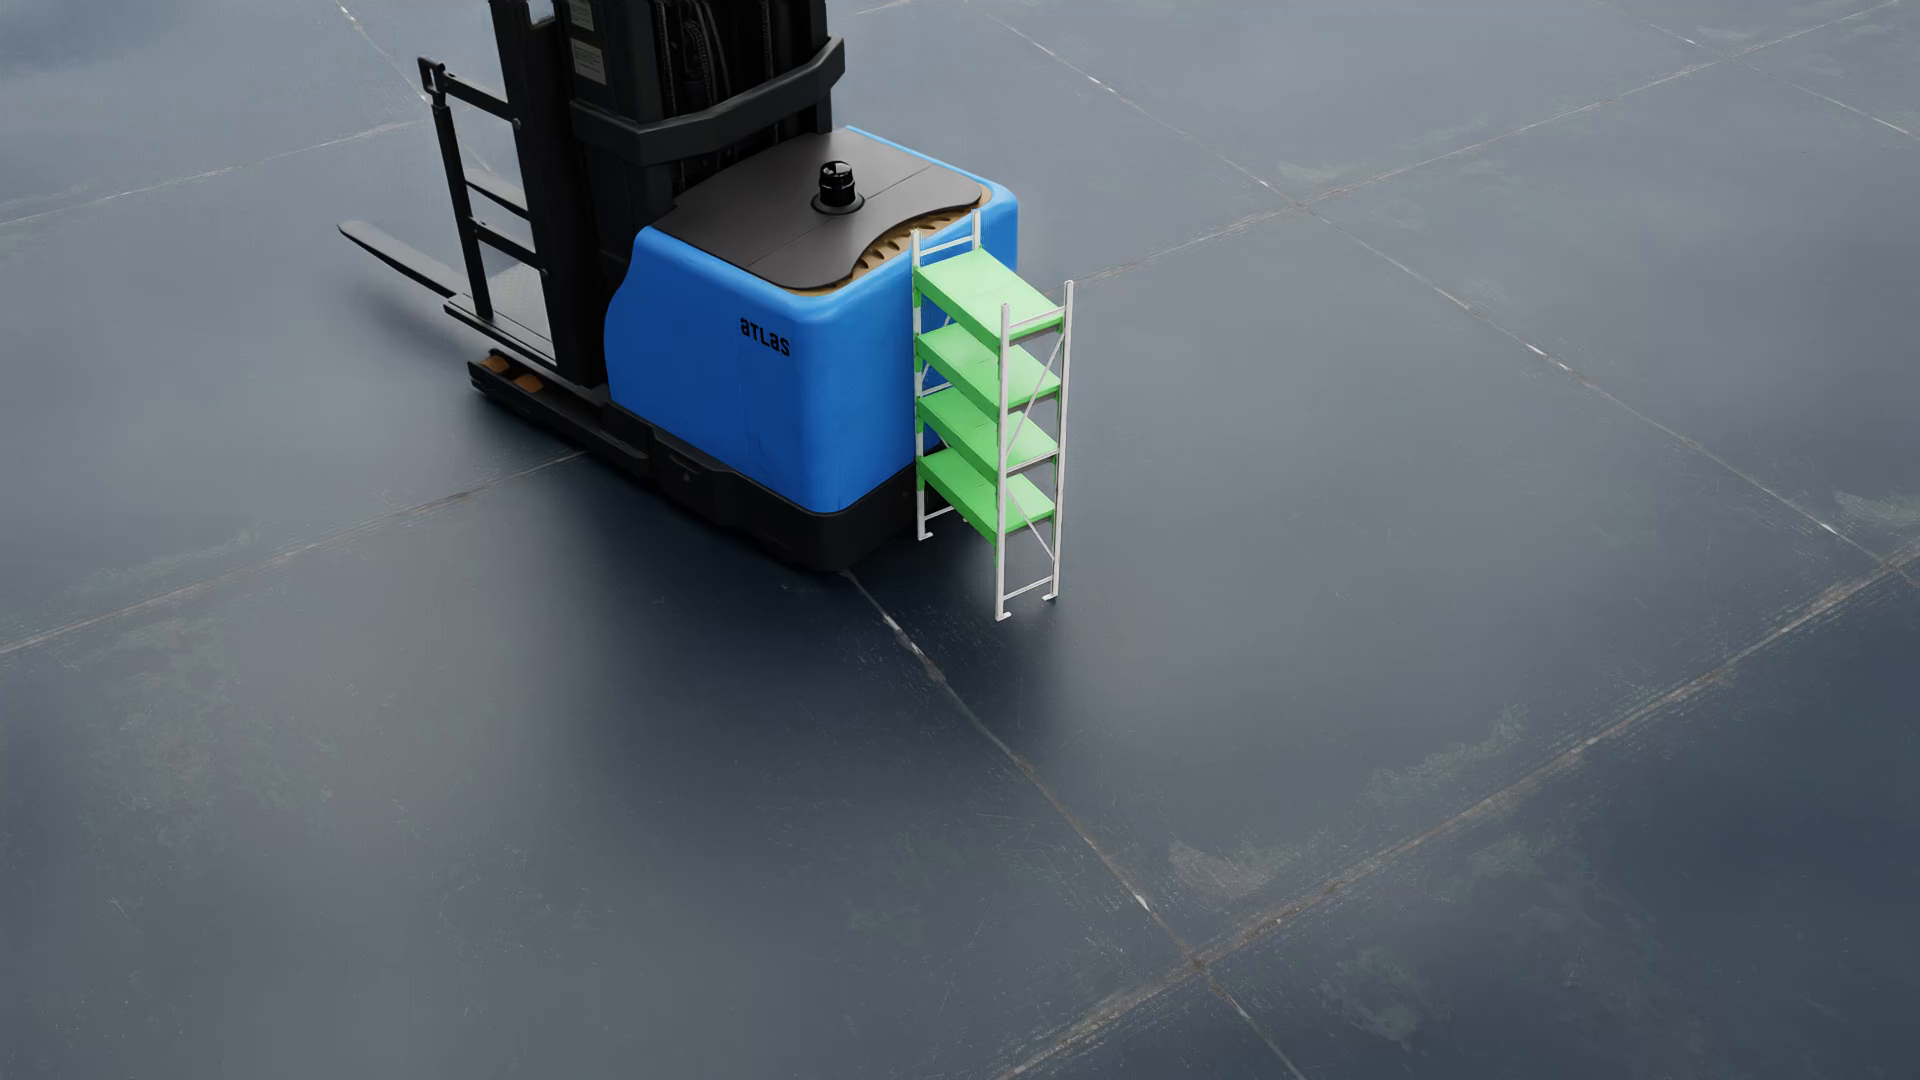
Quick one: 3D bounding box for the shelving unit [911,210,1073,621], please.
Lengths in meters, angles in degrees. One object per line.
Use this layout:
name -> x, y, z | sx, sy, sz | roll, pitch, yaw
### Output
shelving unit -> 0.089, -0.372, 5.259 | 0.258, 1.200, 0.503 | -22, 45, -24

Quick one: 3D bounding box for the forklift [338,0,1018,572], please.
forklift -> -1.245, -1.817, 5.640 | 3.031, 2.935, 1.130 | 28, 47, 30

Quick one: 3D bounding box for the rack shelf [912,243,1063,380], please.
rack shelf -> 0.089, -0.691, 4.992 | 0.258, 0.148, 0.480 | -22, 45, -24

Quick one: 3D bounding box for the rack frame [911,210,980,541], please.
rack frame -> -0.042, -0.503, 5.417 | 0.240, 1.200, 0.015 | -22, 45, -24

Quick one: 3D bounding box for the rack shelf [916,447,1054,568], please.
rack shelf -> 0.089, -0.138, 5.453 | 0.258, 0.148, 0.480 | -22, 45, -24

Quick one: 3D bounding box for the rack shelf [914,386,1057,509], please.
rack shelf -> 0.089, -0.323, 5.300 | 0.258, 0.148, 0.480 | -22, 45, -24

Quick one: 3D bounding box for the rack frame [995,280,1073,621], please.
rack frame -> 0.220, -0.240, 5.101 | 0.240, 1.200, 0.015 | -22, 45, -24

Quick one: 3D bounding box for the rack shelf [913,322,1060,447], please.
rack shelf -> 0.089, -0.507, 5.146 | 0.258, 0.148, 0.480 | -22, 45, -24
